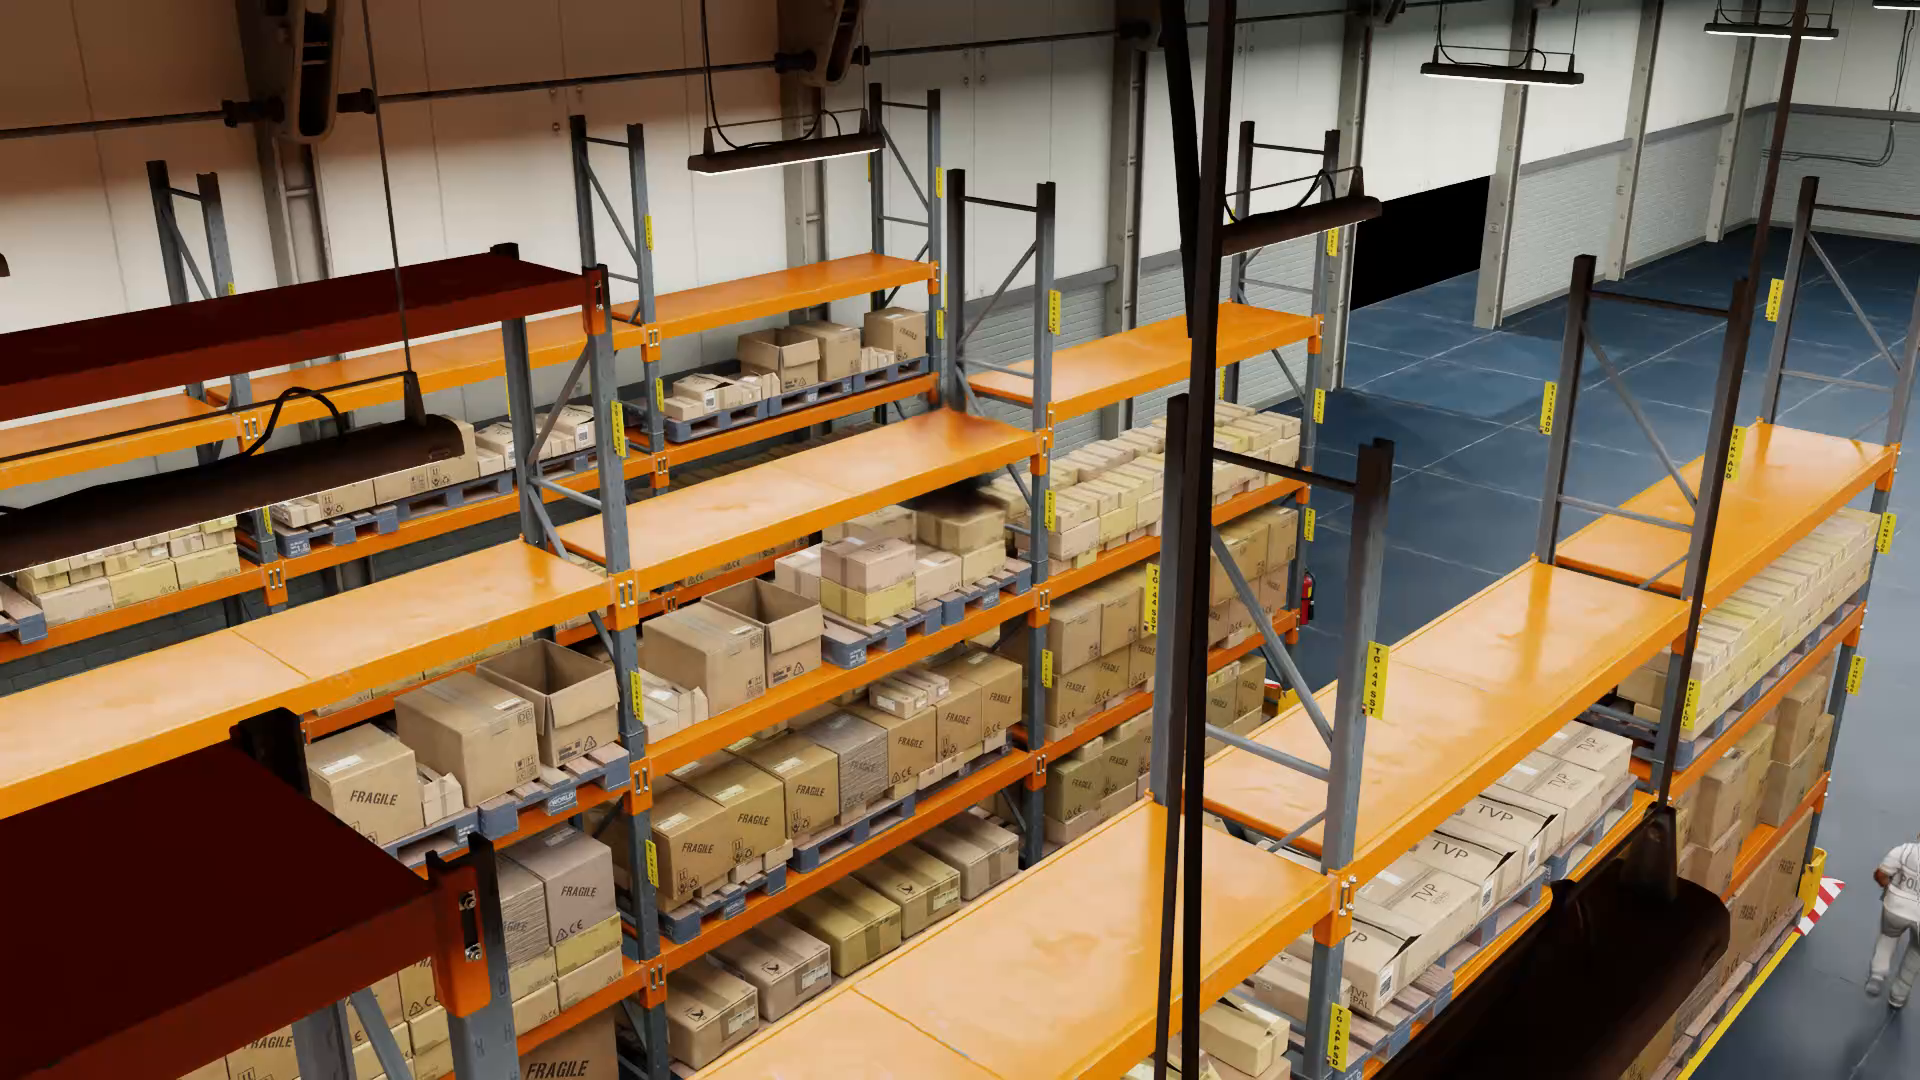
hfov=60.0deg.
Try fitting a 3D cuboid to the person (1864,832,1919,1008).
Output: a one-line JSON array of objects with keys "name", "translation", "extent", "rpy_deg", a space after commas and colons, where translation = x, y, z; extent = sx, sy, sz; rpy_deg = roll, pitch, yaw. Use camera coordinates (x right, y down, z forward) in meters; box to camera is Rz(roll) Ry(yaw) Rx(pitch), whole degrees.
[{"name": "person", "translation": [7.210, 2.806, 12.571], "extent": [0.603, 1.605, 0.571], "rpy_deg": [16, 26, 35]}]
